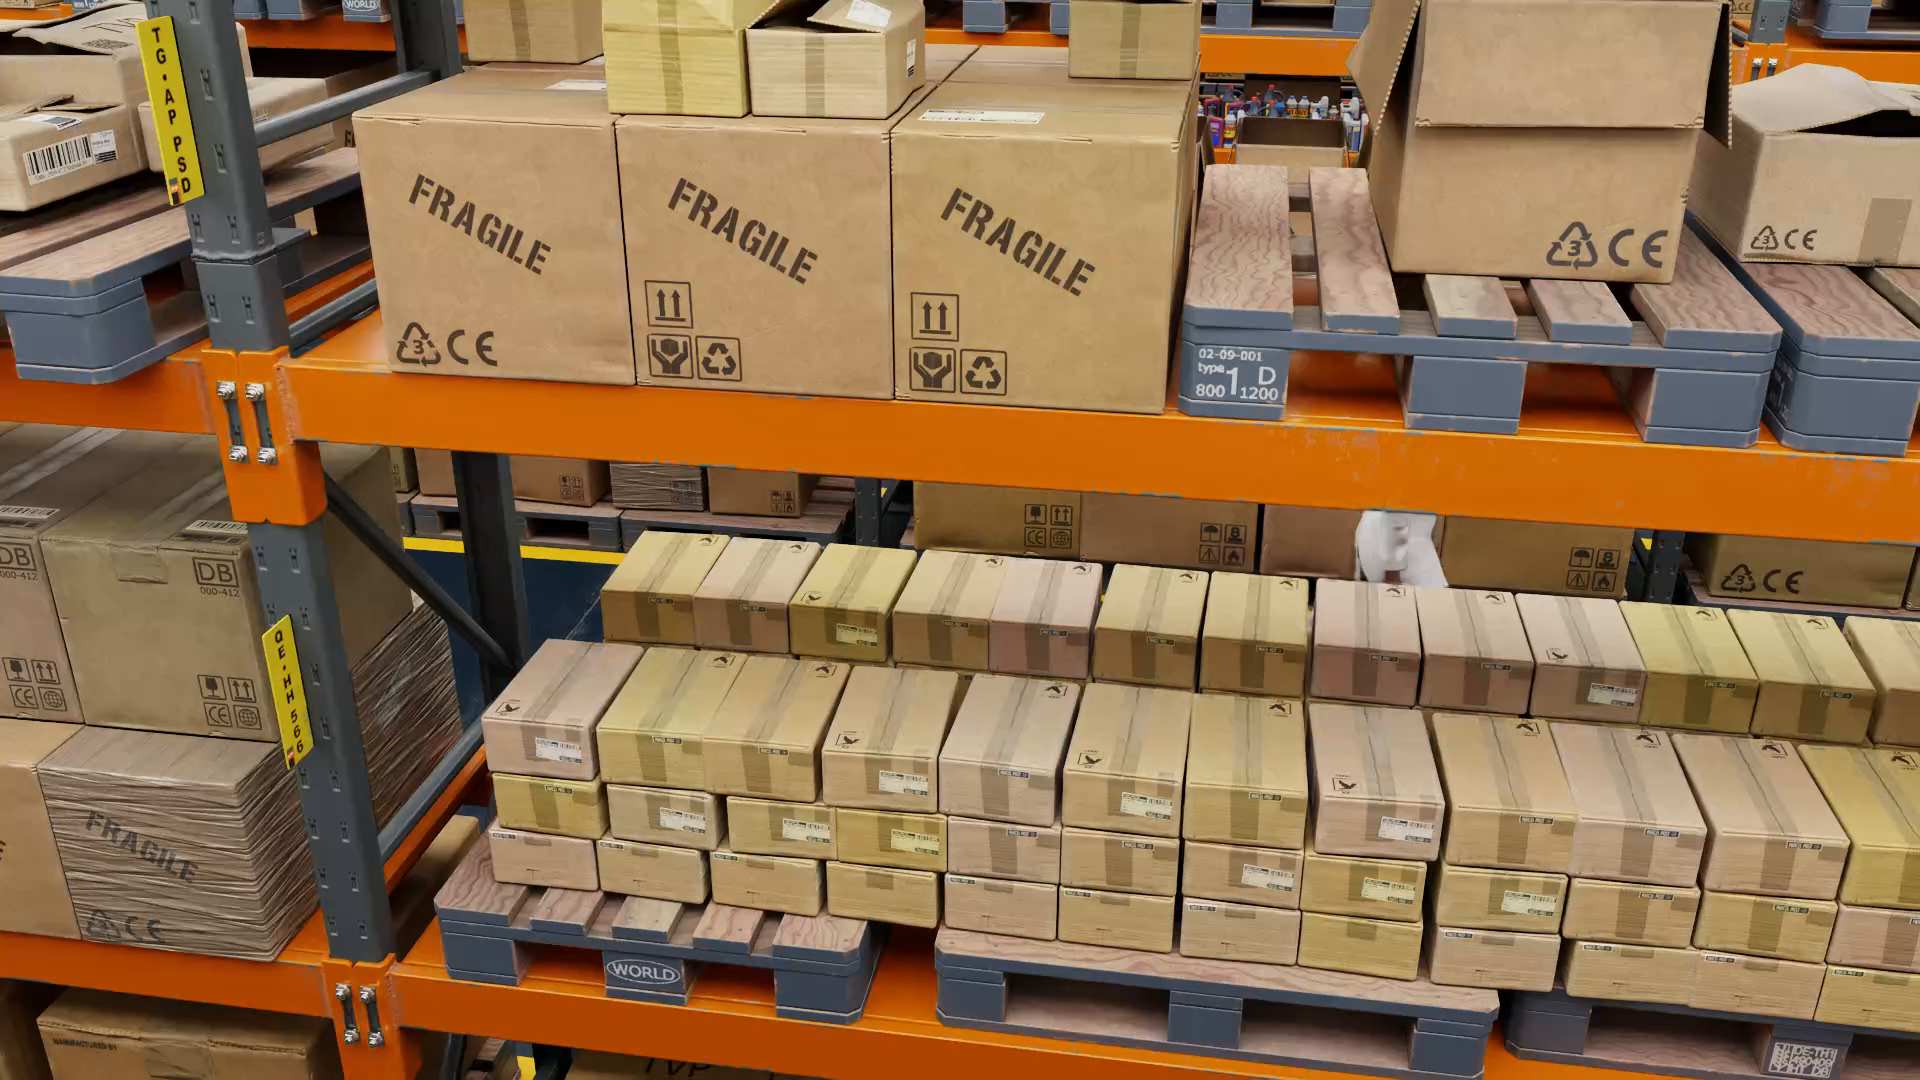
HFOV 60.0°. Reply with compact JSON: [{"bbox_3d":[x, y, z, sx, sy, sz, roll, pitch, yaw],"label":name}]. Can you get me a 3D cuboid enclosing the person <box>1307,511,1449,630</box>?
[{"bbox_3d":[1.784,0.049,7.129,0.879,1.643,0.587,5,25,11],"label":"person"}]
